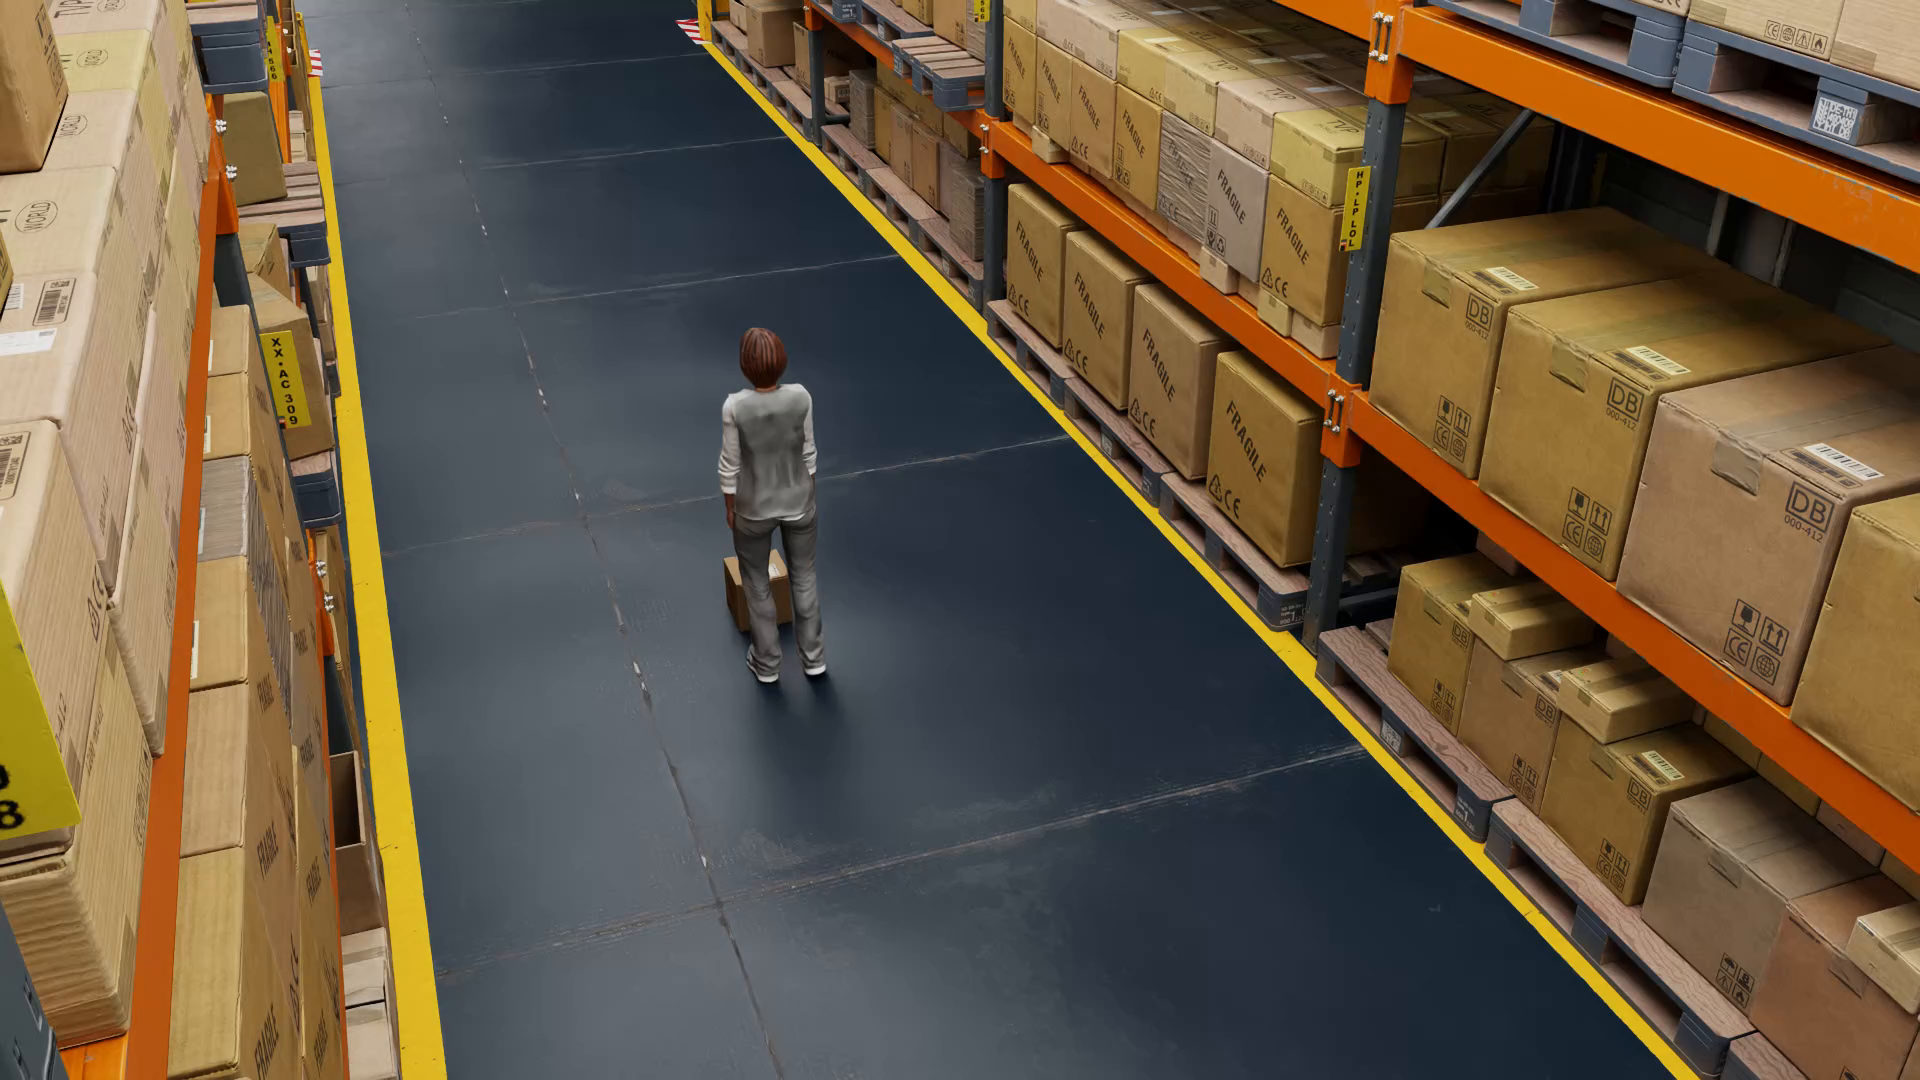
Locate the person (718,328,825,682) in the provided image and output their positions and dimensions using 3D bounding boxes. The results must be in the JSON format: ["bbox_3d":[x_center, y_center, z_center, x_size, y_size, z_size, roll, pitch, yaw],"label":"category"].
[{"bbox_3d":[-0.782,-0.122,6.868,0.407,1.604,0.308,-10,32,-16],"label":"person"}]
